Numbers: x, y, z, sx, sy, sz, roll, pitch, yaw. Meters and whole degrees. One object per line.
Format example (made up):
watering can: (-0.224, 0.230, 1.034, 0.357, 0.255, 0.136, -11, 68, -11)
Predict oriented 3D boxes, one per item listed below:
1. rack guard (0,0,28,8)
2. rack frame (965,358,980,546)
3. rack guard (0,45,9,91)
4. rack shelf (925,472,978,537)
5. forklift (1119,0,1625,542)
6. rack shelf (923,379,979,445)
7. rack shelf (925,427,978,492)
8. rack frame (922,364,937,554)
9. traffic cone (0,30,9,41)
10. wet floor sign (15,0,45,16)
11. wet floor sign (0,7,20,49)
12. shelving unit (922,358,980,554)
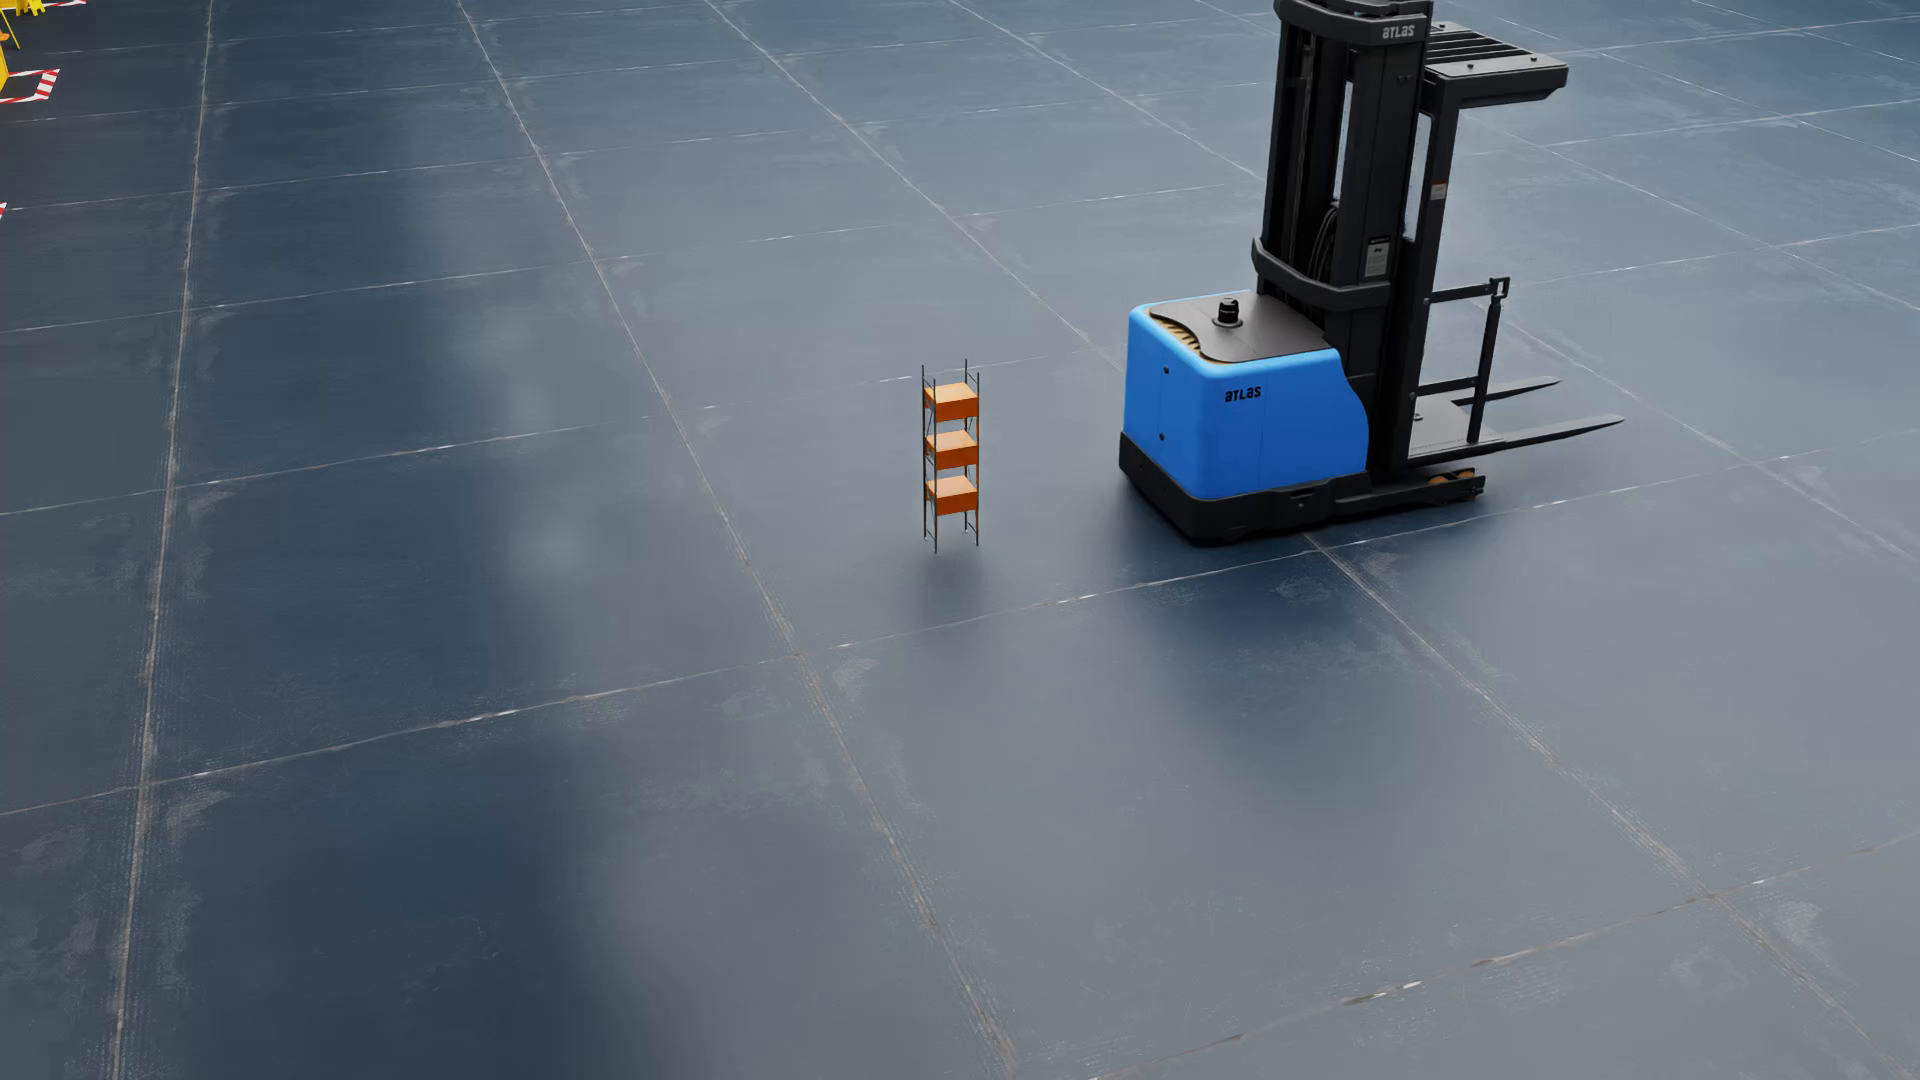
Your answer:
rack guard: (-12.289, -7.277, 21.550, 0.348, 0.500, 1.175, -10, 31, -18)
rack frame: (0.064, -0.468, 9.043, 0.008, 1.050, 0.200, -10, 31, -18)
rack guard: (-10.374, -5.015, 17.580, 0.348, 0.500, 1.175, -10, 31, -18)
rack shelf: (-0.050, -0.196, 9.149, 0.240, 0.259, 0.215, -10, 31, -18)
forklift: (2.517, -1.705, 9.315, 3.031, 2.935, 1.130, -11, 31, -18)
rack shelf: (-0.050, -0.684, 8.871, 0.240, 0.259, 0.215, -10, 31, -18)
rack shelf: (-0.050, -0.438, 9.012, 0.240, 0.259, 0.215, -10, 31, -18)
rack frame: (-0.164, -0.426, 8.970, 0.008, 1.050, 0.200, -10, 31, -18)
traffic cone: (-11.465, -6.145, 19.600, 0.334, 0.463, 0.336, -10, 31, -18)
wet floor sign: (-11.666, -6.889, 20.723, 0.232, 0.644, 0.267, 0, 30, 0)
wet floor sign: (-11.060, -5.997, 19.158, 0.232, 0.644, 0.267, -16, 33, -26)
shelving unit: (-0.050, -0.447, 9.006, 0.252, 1.050, 0.215, -10, 31, -18)
